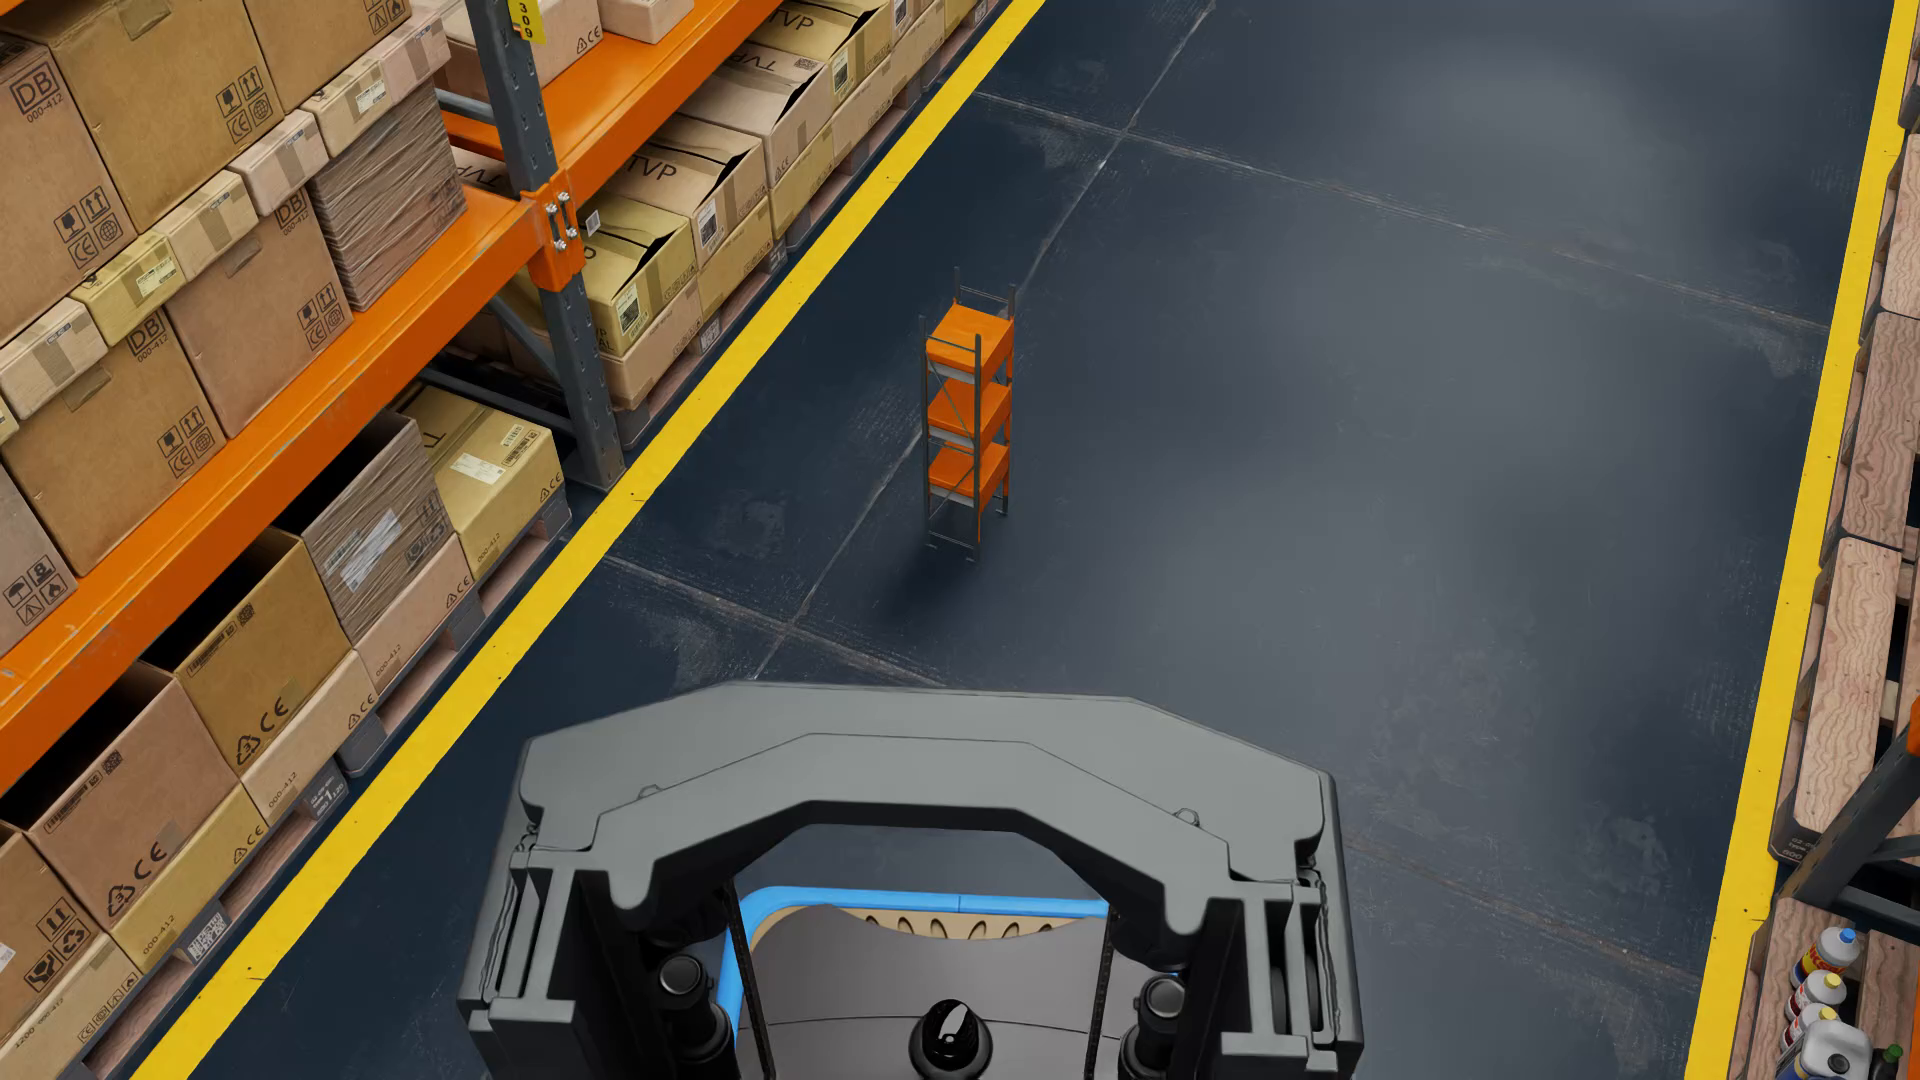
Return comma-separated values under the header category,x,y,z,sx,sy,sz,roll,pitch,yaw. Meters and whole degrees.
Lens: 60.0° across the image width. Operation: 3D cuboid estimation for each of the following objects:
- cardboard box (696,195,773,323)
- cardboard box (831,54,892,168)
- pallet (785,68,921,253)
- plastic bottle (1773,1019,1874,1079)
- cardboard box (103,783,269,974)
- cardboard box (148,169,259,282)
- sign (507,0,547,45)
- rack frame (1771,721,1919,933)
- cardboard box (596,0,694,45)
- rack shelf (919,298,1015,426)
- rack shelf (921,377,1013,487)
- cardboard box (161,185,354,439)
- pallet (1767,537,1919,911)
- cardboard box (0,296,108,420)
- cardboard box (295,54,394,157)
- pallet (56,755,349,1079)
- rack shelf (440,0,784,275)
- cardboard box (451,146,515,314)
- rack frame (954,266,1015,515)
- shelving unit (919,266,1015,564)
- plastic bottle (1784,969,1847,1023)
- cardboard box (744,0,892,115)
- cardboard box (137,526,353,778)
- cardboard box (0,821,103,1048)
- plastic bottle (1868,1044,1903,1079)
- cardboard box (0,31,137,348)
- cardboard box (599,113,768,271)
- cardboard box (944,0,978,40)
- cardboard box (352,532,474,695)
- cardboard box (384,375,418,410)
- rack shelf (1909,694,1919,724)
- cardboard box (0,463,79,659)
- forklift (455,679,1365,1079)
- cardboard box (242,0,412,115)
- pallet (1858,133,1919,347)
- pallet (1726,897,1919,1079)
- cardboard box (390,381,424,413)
category,x,y,z,sx,sy,sz,roll,pitch,yaw
cardboard box,-1.055,-1.133,6.274,0.500,0.250,0.500,21,53,17
cardboard box,-0.618,-1.841,6.876,0.500,0.250,0.500,21,53,17
pallet,-0.872,-1.799,7.142,1.003,0.211,1.213,20,52,16
plastic bottle,2.160,1.323,4.154,0.152,0.276,0.135,22,53,17
cardboard box,-2.307,0.841,4.595,0.500,0.250,0.500,20,52,16
cardboard box,-1.922,-0.793,3.964,0.380,0.149,0.250,20,52,16
sign,-1.169,-1.466,4.408,0.100,0.325,0.005,20,52,16
rack frame,2.806,0.275,3.547,1.000,3.000,0.127,20,52,16
cardboard box,-1.108,-1.802,5.478,0.380,0.149,0.250,20,52,16
rack shelf,0.023,-0.554,5.173,0.215,0.259,0.240,20,52,16
rack shelf,0.023,-0.370,5.390,0.215,0.259,0.240,20,52,16
cardboard box,-2.074,-0.699,4.310,0.700,0.500,0.500,19,52,16
pallet,3.106,0.625,5.080,1.003,0.211,1.213,20,52,16
cardboard box,-2.137,-0.451,3.673,0.380,0.149,0.250,21,53,17
cardboard box,-1.701,-1.156,4.272,0.380,0.149,0.250,19,52,15
pallet,-2.569,0.941,4.810,1.003,0.211,1.213,20,52,16
rack shelf,-0.817,-2.484,6.366,1.077,0.370,4.000,20,52,16
cardboard box,-1.757,-1.138,5.911,0.500,0.311,0.500,20,52,16
rack frame,0.075,-0.461,5.453,0.200,1.050,0.008,20,52,16
shelving unit,0.023,-0.377,5.382,0.215,1.050,0.252,20,52,16
plastic bottle,2.230,1.186,4.320,0.097,0.201,0.097,0,50,0
cardboard box,-0.614,-2.029,6.668,0.500,0.311,0.500,21,53,17
cardboard box,-2.106,0.249,4.606,0.500,0.500,0.500,20,52,16
cardboard box,-2.536,0.937,4.021,0.500,0.500,0.500,20,52,16
plastic bottle,2.257,1.355,4.122,0.061,0.283,0.133,20,52,16
cardboard box,-2.284,-0.792,3.537,0.700,0.500,0.500,20,52,16
cardboard box,-1.051,-1.313,6.059,0.500,0.311,0.500,19,52,16
cardboard box,-0.183,-2.541,7.472,0.500,0.250,0.500,19,52,16
cardboard box,-1.894,0.147,5.185,0.500,0.250,0.500,20,52,16
cardboard box,-2.152,-0.610,5.337,0.500,0.500,0.500,20,52,16
rack shelf,3.660,-0.869,4.992,1.077,0.370,4.000,20,52,16
cardboard box,-2.510,-0.002,3.716,0.700,0.500,0.500,21,53,17
forklift,-0.076,1.656,2.417,1.130,2.935,3.031,2,50,2
cardboard box,-1.855,-1.485,4.126,0.700,0.500,0.500,20,52,16
pallet,4.149,-1.055,6.509,1.003,0.211,1.213,20,52,16
pallet,2.481,1.627,4.227,1.003,0.211,1.213,20,52,16
cardboard box,-2.143,-0.364,5.620,0.500,0.250,0.500,20,52,16
